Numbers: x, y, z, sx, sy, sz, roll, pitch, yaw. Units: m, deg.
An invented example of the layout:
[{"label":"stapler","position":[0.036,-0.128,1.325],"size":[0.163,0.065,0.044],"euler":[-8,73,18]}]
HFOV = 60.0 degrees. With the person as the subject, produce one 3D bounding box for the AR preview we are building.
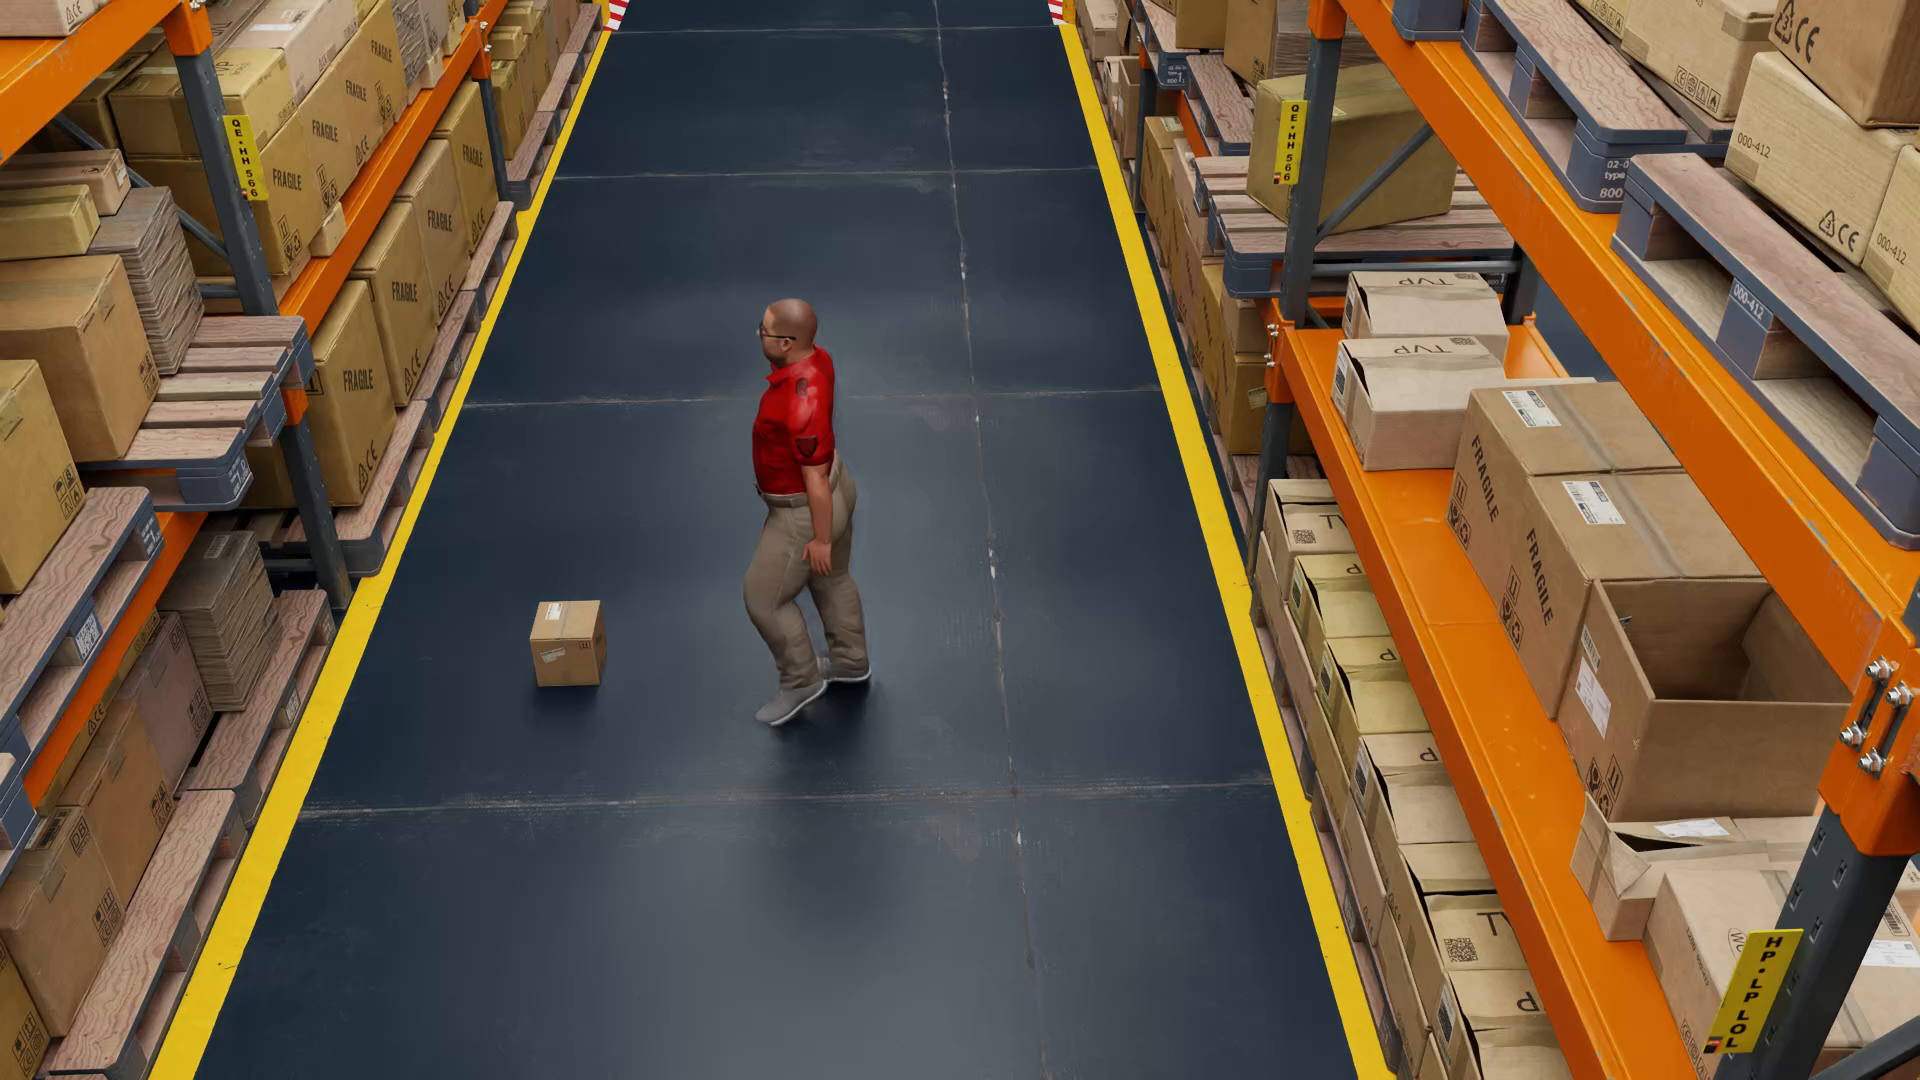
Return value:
[{"label":"person","position":[-0.591,-0.107,6.336],"size":[0.453,1.782,0.561],"euler":[3,35,4]}]
